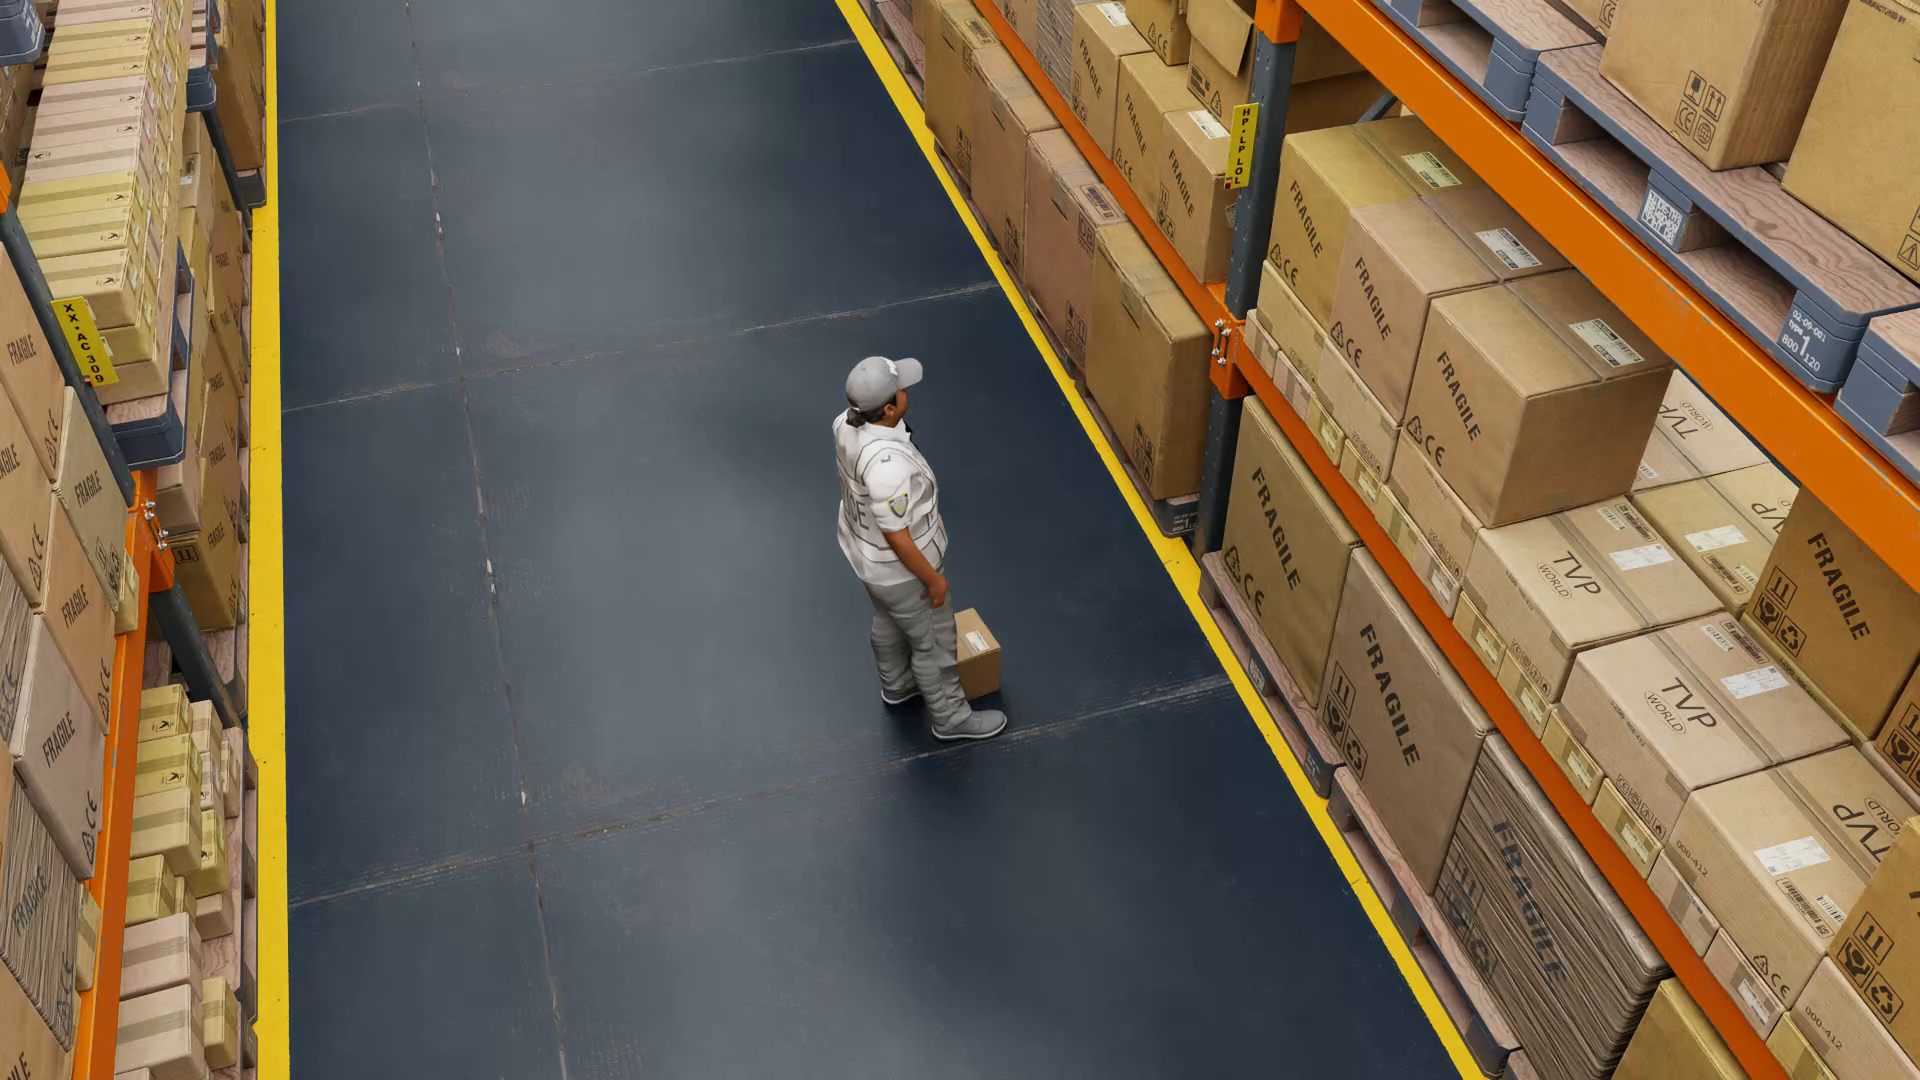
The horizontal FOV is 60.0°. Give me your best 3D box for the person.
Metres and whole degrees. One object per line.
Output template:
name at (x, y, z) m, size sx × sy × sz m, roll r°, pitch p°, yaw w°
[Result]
person at (-0.156, 0.027, 6.114) m, size 0.526 × 1.670 × 0.598 m, roll -17°, pitch 45°, yaw -17°
